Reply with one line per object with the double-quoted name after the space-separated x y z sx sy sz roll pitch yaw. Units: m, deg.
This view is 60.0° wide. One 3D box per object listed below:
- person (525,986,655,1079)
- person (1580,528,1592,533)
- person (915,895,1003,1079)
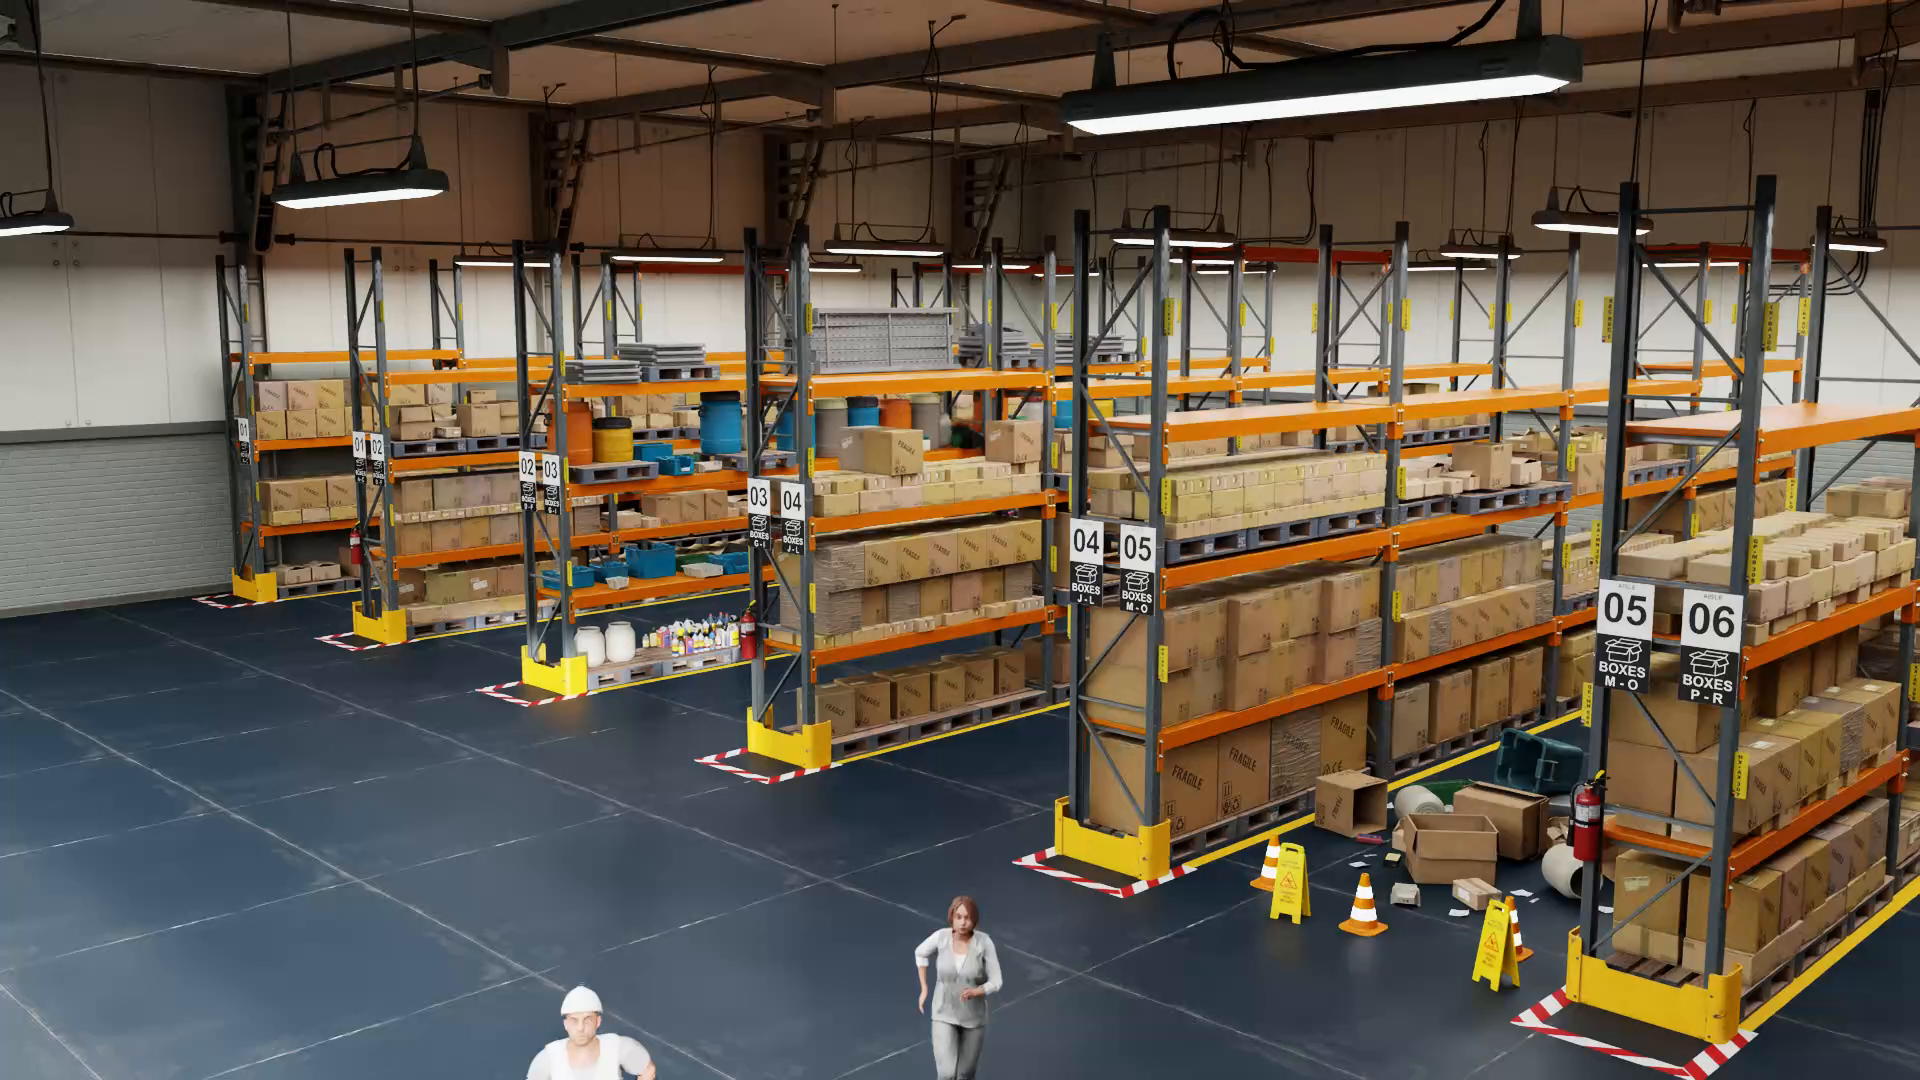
-1.862 3.126 8.306 0.611 1.809 0.681 -1 8 -6 "person"
10.040 0.615 26.434 0.661 1.712 0.820 6 10 37 "person"
-0.005 2.949 10.156 0.516 1.622 0.663 -1 8 -4 "person"
